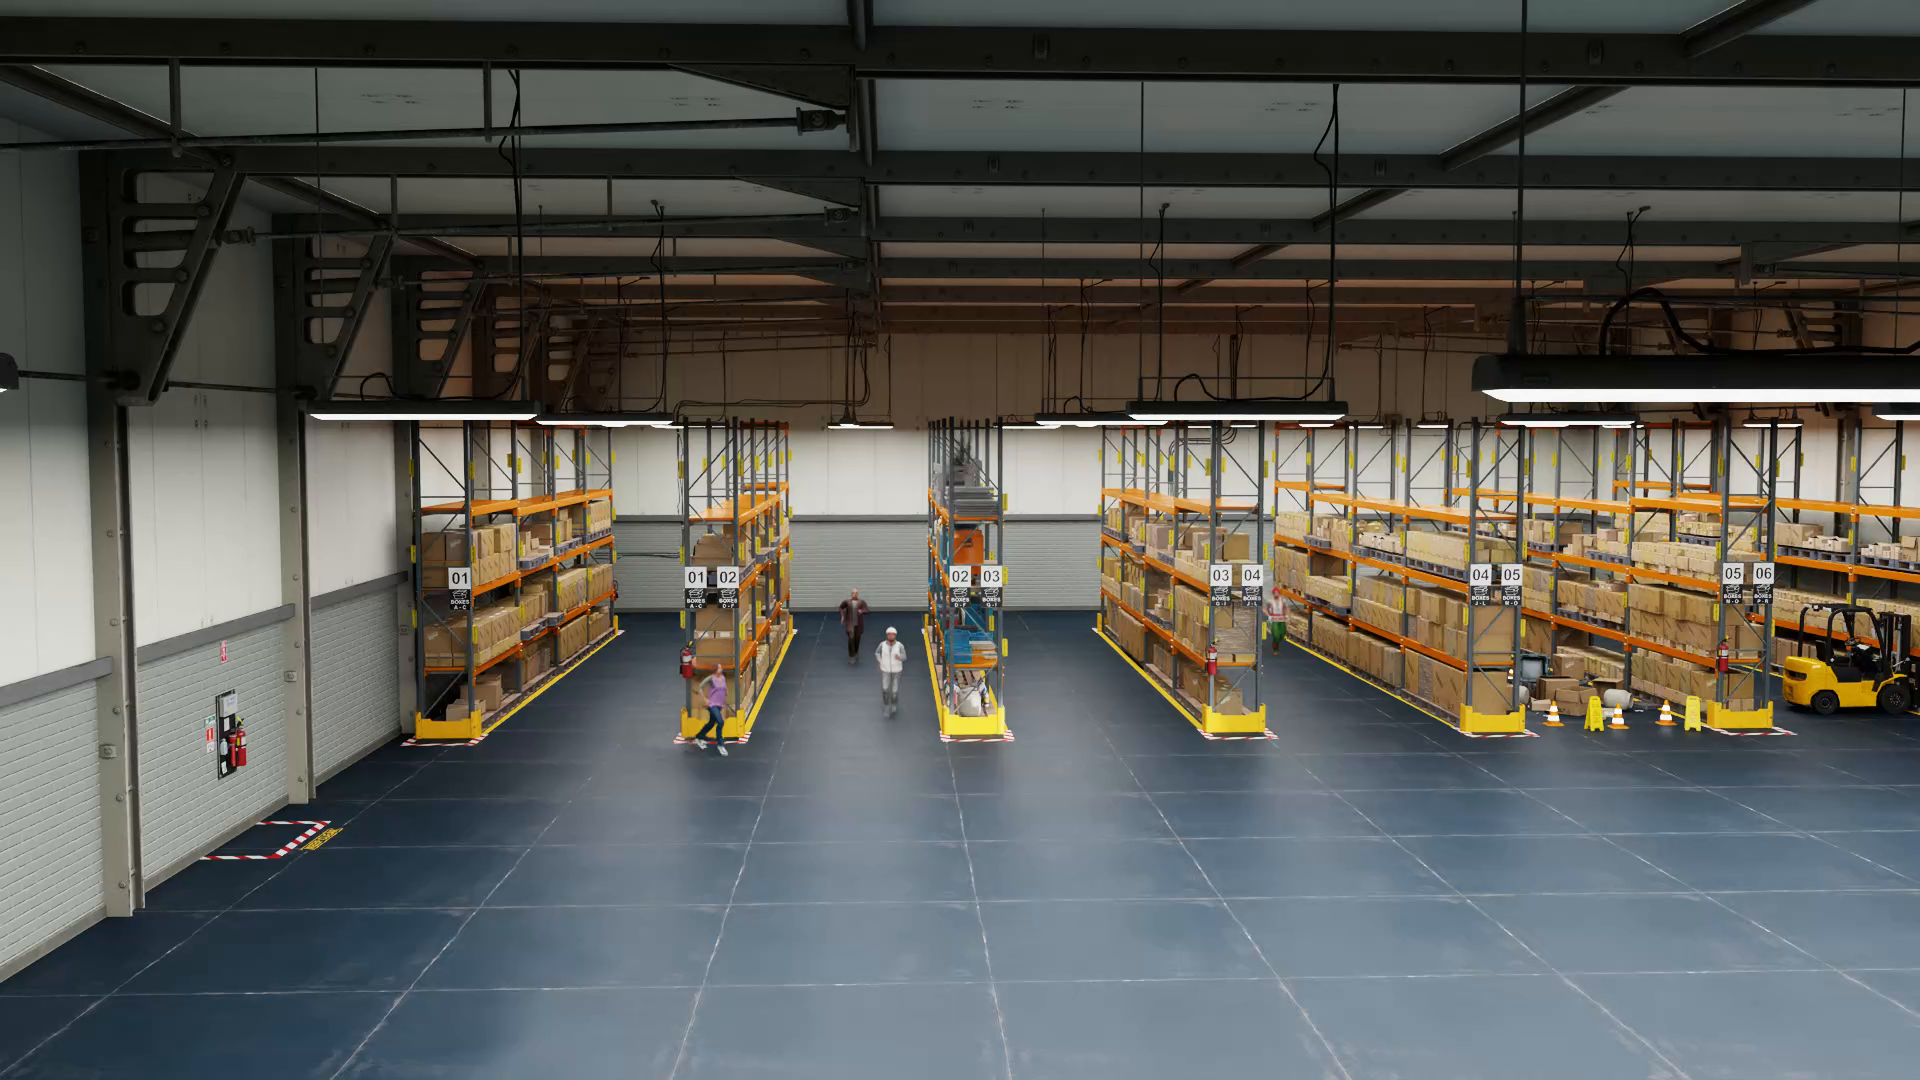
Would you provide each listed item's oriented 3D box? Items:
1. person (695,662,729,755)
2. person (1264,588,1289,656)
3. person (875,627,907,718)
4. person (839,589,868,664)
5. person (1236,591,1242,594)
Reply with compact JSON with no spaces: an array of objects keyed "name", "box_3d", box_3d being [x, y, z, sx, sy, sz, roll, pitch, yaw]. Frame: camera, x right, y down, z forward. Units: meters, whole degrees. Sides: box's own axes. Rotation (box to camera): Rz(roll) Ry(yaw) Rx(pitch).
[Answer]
[{"name":"person","box_3d":[-4.345,2.979,29.643,0.688,1.622,0.543,2,4,27]},{"name":"person","box_3d":[8.096,2.085,42.470,0.661,1.745,0.548,0,4,1]},{"name":"person","box_3d":[-1.391,2.664,33.419,0.631,1.824,0.715,0,4,-2]},{"name":"person","box_3d":[-2.626,2.128,41.338,0.681,1.837,0.903,-1,4,-14]},{"name":"person","box_3d":[7.848,1.875,45.397,0.711,1.798,0.922,0,4,-1]}]
